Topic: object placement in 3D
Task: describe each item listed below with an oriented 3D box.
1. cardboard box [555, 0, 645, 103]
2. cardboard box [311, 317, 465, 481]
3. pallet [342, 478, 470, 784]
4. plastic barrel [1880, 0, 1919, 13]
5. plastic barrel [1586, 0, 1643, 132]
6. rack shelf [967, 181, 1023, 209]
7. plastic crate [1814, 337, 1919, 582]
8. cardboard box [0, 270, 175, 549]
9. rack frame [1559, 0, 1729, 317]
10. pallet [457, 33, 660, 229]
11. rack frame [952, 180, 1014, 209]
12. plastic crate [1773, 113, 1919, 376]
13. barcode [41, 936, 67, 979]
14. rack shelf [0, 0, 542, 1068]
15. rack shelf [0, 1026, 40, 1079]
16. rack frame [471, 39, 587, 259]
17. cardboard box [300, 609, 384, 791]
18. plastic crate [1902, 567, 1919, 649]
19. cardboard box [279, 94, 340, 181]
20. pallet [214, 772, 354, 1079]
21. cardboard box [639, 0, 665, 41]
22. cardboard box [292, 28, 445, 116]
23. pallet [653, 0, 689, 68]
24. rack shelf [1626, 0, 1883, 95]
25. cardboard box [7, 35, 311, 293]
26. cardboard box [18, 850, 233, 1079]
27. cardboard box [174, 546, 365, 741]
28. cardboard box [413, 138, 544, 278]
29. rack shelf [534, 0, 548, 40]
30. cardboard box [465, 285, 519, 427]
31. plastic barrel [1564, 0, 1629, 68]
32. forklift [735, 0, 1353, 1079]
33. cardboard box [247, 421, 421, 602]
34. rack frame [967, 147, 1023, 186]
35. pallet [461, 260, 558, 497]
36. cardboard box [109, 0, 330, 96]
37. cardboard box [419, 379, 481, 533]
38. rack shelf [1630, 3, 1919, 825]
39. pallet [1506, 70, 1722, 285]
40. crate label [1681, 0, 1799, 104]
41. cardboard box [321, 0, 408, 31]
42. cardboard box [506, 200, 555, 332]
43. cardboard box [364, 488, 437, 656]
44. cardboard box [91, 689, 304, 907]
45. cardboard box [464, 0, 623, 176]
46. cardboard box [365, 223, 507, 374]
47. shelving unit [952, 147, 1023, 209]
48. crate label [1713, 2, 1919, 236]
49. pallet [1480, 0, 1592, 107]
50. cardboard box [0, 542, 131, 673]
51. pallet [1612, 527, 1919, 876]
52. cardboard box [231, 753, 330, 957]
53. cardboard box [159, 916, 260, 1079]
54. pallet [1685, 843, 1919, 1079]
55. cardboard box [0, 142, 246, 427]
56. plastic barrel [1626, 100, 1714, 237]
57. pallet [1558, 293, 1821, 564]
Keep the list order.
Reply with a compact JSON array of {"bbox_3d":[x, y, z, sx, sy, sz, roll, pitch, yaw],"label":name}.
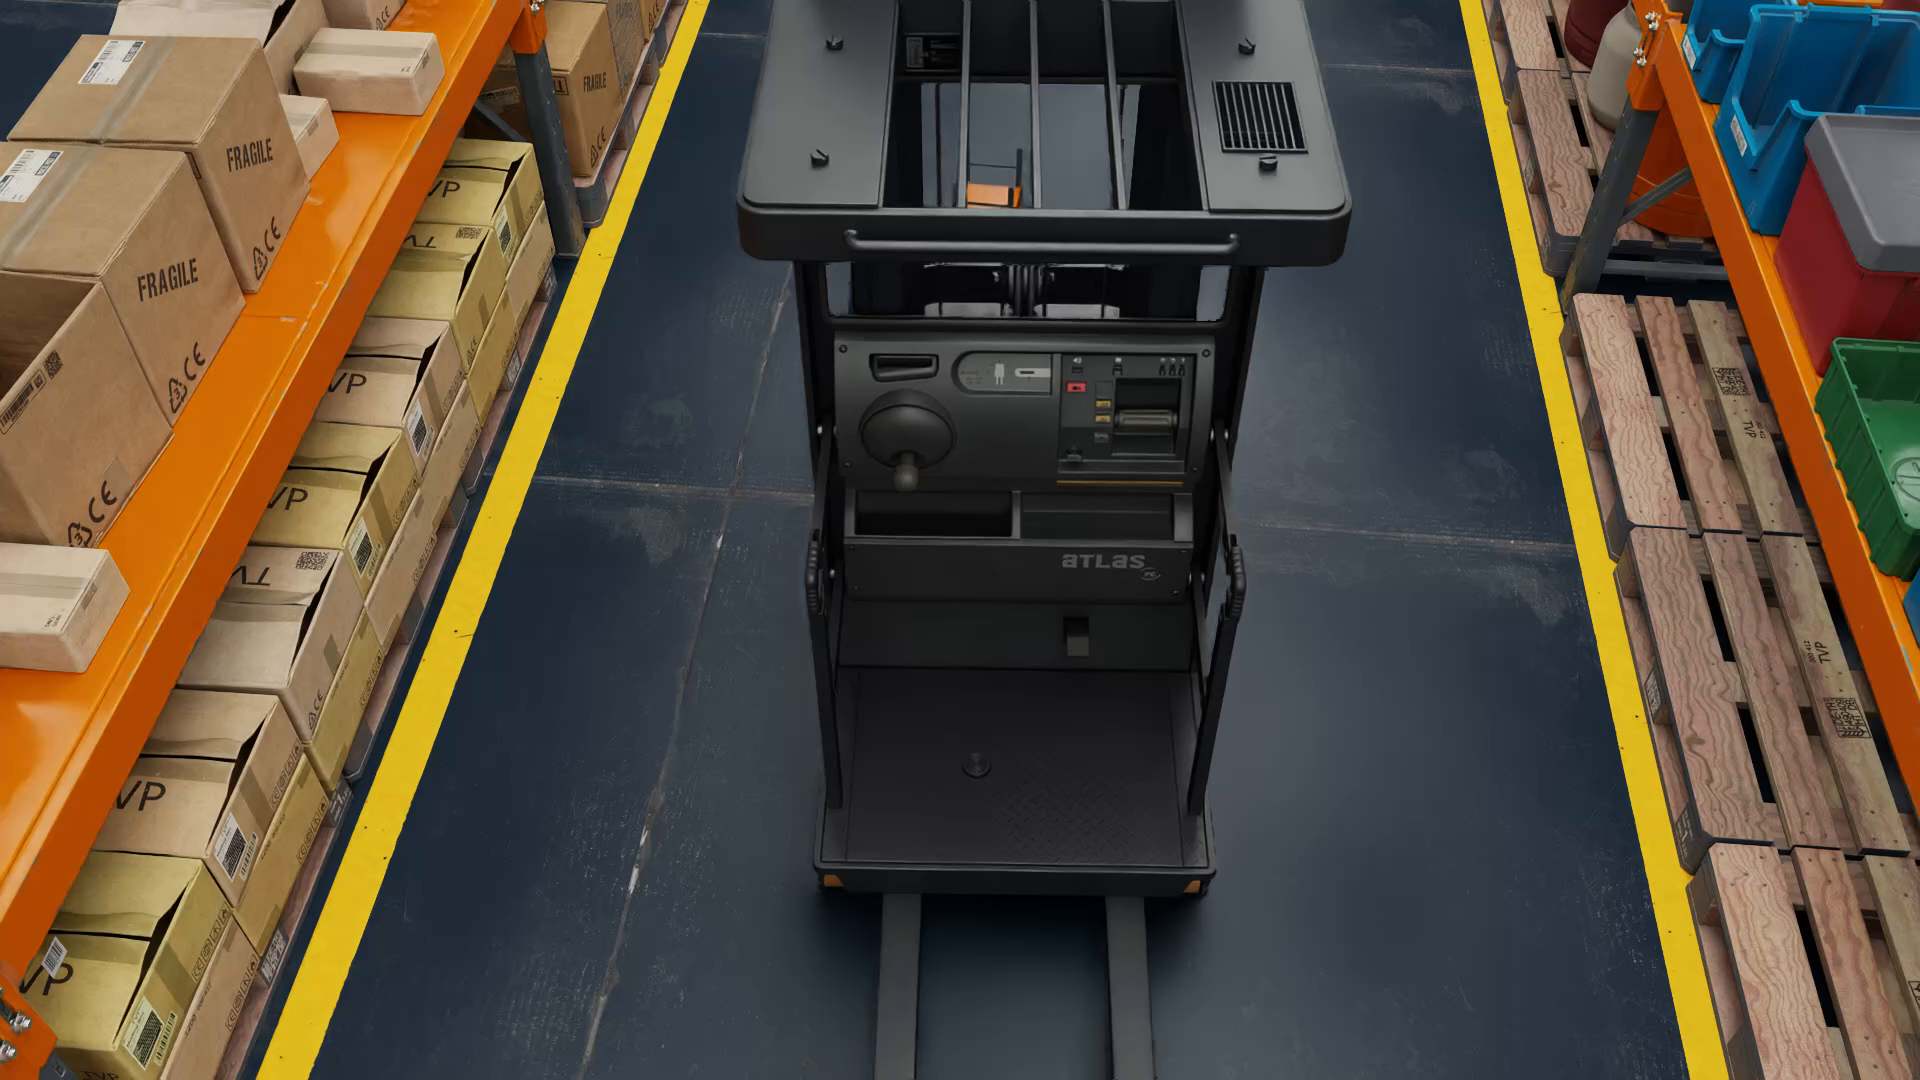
[{"bbox_3d":[-1.682,-2.245,7.166,0.500,0.500,0.500,2,48,2],"label":"cardboard box"},{"bbox_3d":[-1.942,-0.488,5.363,0.500,0.311,0.500,4,48,3],"label":"cardboard box"},{"bbox_3d":[-2.277,0.198,5.426,1.003,0.211,1.213,4,48,4],"label":"pallet"},{"bbox_3d":[3.142,-1.589,5.078,0.600,0.536,0.708,4,48,4],"label":"plastic barrel"},{"bbox_3d":[2.873,-1.988,6.937,0.421,0.512,0.421,0,48,0],"label":"plastic barrel"},{"bbox_3d":[0.088,-1.045,5.614,0.215,0.259,0.240,6,43,5],"label":"rack shelf"},{"bbox_3d":[2.396,-0.192,4.036,0.450,0.188,0.662,4,48,4],"label":"plastic crate"},{"bbox_3d":[-2.280,-0.285,3.910,0.500,0.500,0.500,7,48,6],"label":"cardboard box"},{"bbox_3d":[2.883,-1.904,5.459,1.000,3.000,0.127,4,48,4],"label":"rack frame"},{"bbox_3d":[-1.944,-1.845,7.294,1.003,0.211,1.213,4,48,4],"label":"pallet"},{"bbox_3d":[0.068,-0.763,5.711,0.200,1.050,0.008,6,43,5],"label":"rack frame"},{"bbox_3d":[2.431,-0.759,4.368,0.402,0.464,0.583,4,48,4],"label":"plastic crate"},{"bbox_3d":[-1.976,0.911,3.629,0.001,0.075,0.075,4,48,4],"label":"barcode"},{"bbox_3d":[-2.232,-0.527,4.687,1.077,0.370,4.000,4,48,4],"label":"rack shelf"},{"bbox_3d":[-2.597,2.412,1.999,1.077,0.370,4.000,4,48,4],"label":"rack shelf"},{"bbox_3d":[-2.050,-2.240,5.766,1.000,3.000,0.127,4,48,4],"label":"rack frame"},{"bbox_3d":[-2.038,0.450,4.885,0.500,0.250,0.500,3,48,2],"label":"cardboard box"},{"bbox_3d":[2.309,0.209,3.537,0.392,0.384,0.575,4,48,4],"label":"plastic crate"},{"bbox_3d":[-2.110,-1.214,4.998,0.380,0.149,0.250,7,48,6],"label":"cardboard box"},{"bbox_3d":[-2.386,1.096,4.604,1.003,0.211,1.213,4,48,4],"label":"pallet"},{"bbox_3d":[-1.631,-2.613,7.503,0.500,0.500,0.500,3,48,3],"label":"cardboard box"},{"bbox_3d":[-1.857,-1.476,5.237,0.380,0.149,0.250,4,48,4],"label":"cardboard box"},{"bbox_3d":[-1.830,-2.739,8.112,1.003,0.211,1.213,4,48,4],"label":"pallet"},{"bbox_3d":[3.065,-3.131,7.068,1.077,0.370,4.000,4,48,4],"label":"rack shelf"},{"bbox_3d":[-2.186,-1.040,4.600,0.500,0.500,0.500,2,48,1],"label":"cardboard box"},{"bbox_3d":[-2.129,1.009,3.993,0.500,0.311,0.500,4,48,4],"label":"cardboard box"},{"bbox_3d":[-2.032,0.262,4.677,0.500,0.311,0.500,2,48,2],"label":"cardboard box"},{"bbox_3d":[-1.852,-1.241,6.051,0.500,0.311,0.500,5,48,5],"label":"cardboard box"},{"bbox_3d":[-1.867,-3.467,7.376,1.077,0.370,4.000,4,48,4],"label":"rack shelf"},{"bbox_3d":[-1.898,-0.672,5.910,0.500,0.250,0.500,3,48,3],"label":"cardboard box"},{"bbox_3d":[3.013,-2.422,7.282,0.600,0.588,0.708,4,48,4],"label":"plastic barrel"},{"bbox_3d":[0.155,-0.213,3.959,1.130,2.935,3.031,1,48,1],"label":"forklift"},{"bbox_3d":[-1.990,-0.120,5.026,0.500,0.311,0.500,5,48,5],"label":"cardboard box"},{"bbox_3d":[0.102,-0.928,5.888,0.200,1.050,0.008,6,43,5],"label":"rack frame"},{"bbox_3d":[-2.164,-0.696,6.244,1.003,0.211,1.213,4,48,4],"label":"pallet"},{"bbox_3d":[-2.324,-1.566,5.210,0.500,0.311,0.500,3,48,3],"label":"cardboard box"},{"bbox_3d":[-1.947,-0.302,5.572,0.500,0.250,0.500,5,48,4],"label":"cardboard box"},{"bbox_3d":[2.700,-0.192,4.380,1.077,0.370,4.000,4,48,4],"label":"rack shelf"},{"bbox_3d":[2.913,-1.545,7.020,1.003,0.211,1.213,4,48,4],"label":"pallet"},{"bbox_3d":[2.471,-1.563,5.260,0.303,0.233,0.416,4,48,4],"label":"crate label"},{"bbox_3d":[-2.126,-1.945,5.557,0.500,0.311,0.500,7,48,6],"label":"cardboard box"},{"bbox_3d":[-1.855,-1.051,6.257,0.500,0.250,0.500,5,48,4],"label":"cardboard box"},{"bbox_3d":[-1.991,0.076,5.227,0.500,0.250,0.500,5,48,4],"label":"cardboard box"},{"bbox_3d":[-2.078,0.642,4.329,0.500,0.311,0.500,3,48,3],"label":"cardboard box"},{"bbox_3d":[-1.724,-1.860,6.814,0.500,0.500,0.500,6,48,5],"label":"cardboard box"},{"bbox_3d":[-1.893,-0.859,5.702,0.500,0.311,0.500,3,48,3],"label":"cardboard box"},{"bbox_3d":[0.085,-0.845,5.800,0.215,1.050,0.252,6,43,5],"label":"shelving unit"},{"bbox_3d":[2.523,-1.204,4.795,0.502,0.435,0.616,4,48,4],"label":"crate label"},{"bbox_3d":[3.027,-2.439,7.838,1.003,0.211,1.213,4,48,4],"label":"pallet"},{"bbox_3d":[-2.130,0.147,3.753,0.380,0.149,0.250,4,48,4],"label":"cardboard box"},{"bbox_3d":[2.660,0.498,5.152,1.003,0.211,1.213,4,48,4],"label":"pallet"},{"bbox_3d":[-2.083,0.830,4.536,0.500,0.250,0.500,5,48,5],"label":"cardboard box"},{"bbox_3d":[-2.131,1.206,4.193,0.500,0.250,0.500,3,48,3],"label":"cardboard box"},{"bbox_3d":[2.551,1.397,4.329,1.003,0.211,1.213,4,48,4],"label":"pallet"},{"bbox_3d":[-2.234,-0.653,4.246,0.500,0.500,0.500,4,48,4],"label":"cardboard box"},{"bbox_3d":[2.910,-1.674,6.434,0.600,0.830,0.708,4,48,4],"label":"plastic barrel"},{"bbox_3d":[2.773,-0.396,5.969,1.003,0.211,1.213,4,48,4],"label":"pallet"}]
